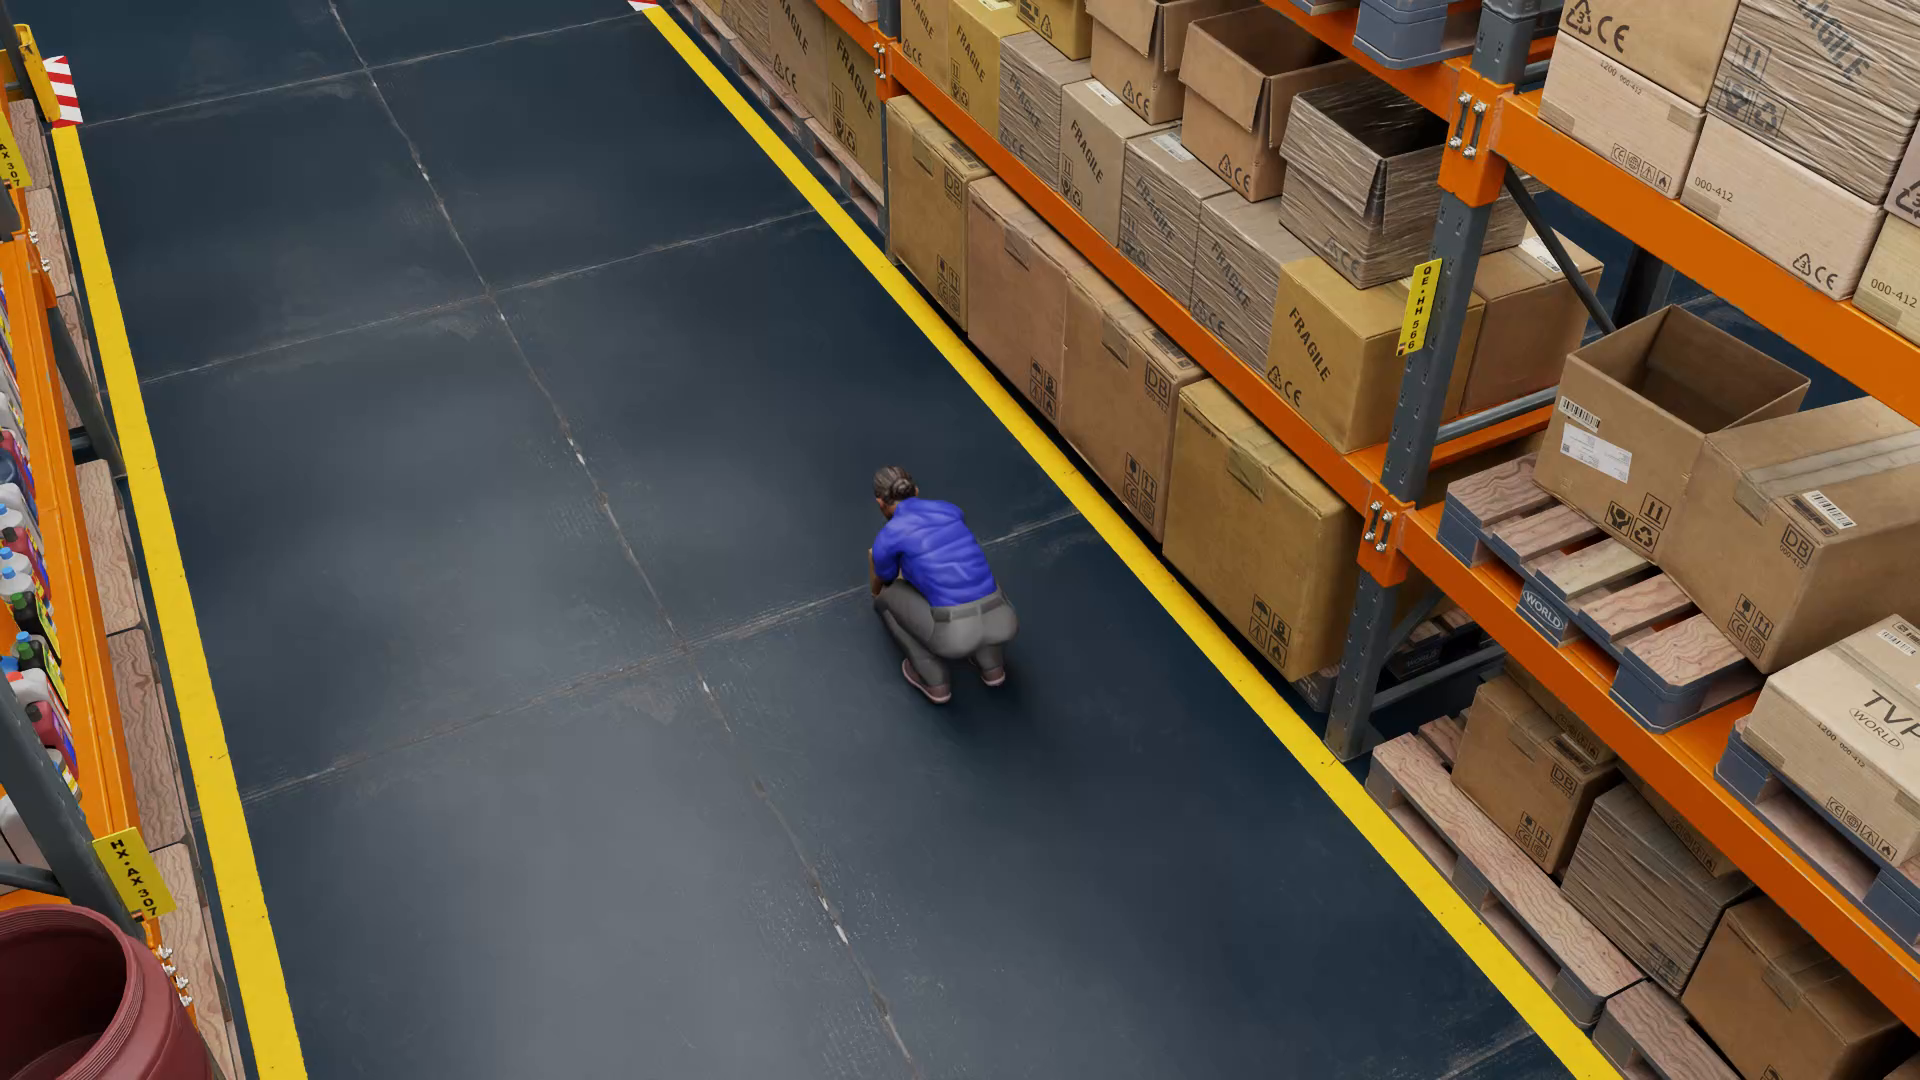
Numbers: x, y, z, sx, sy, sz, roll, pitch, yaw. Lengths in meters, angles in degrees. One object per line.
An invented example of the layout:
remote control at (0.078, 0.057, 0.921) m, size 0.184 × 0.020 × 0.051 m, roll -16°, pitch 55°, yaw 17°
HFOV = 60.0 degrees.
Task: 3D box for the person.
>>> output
person at (-0.090, 0.200, 6.676) m, size 0.472 × 0.814 × 0.823 m, roll -18°, pitch 44°, yaw -19°
